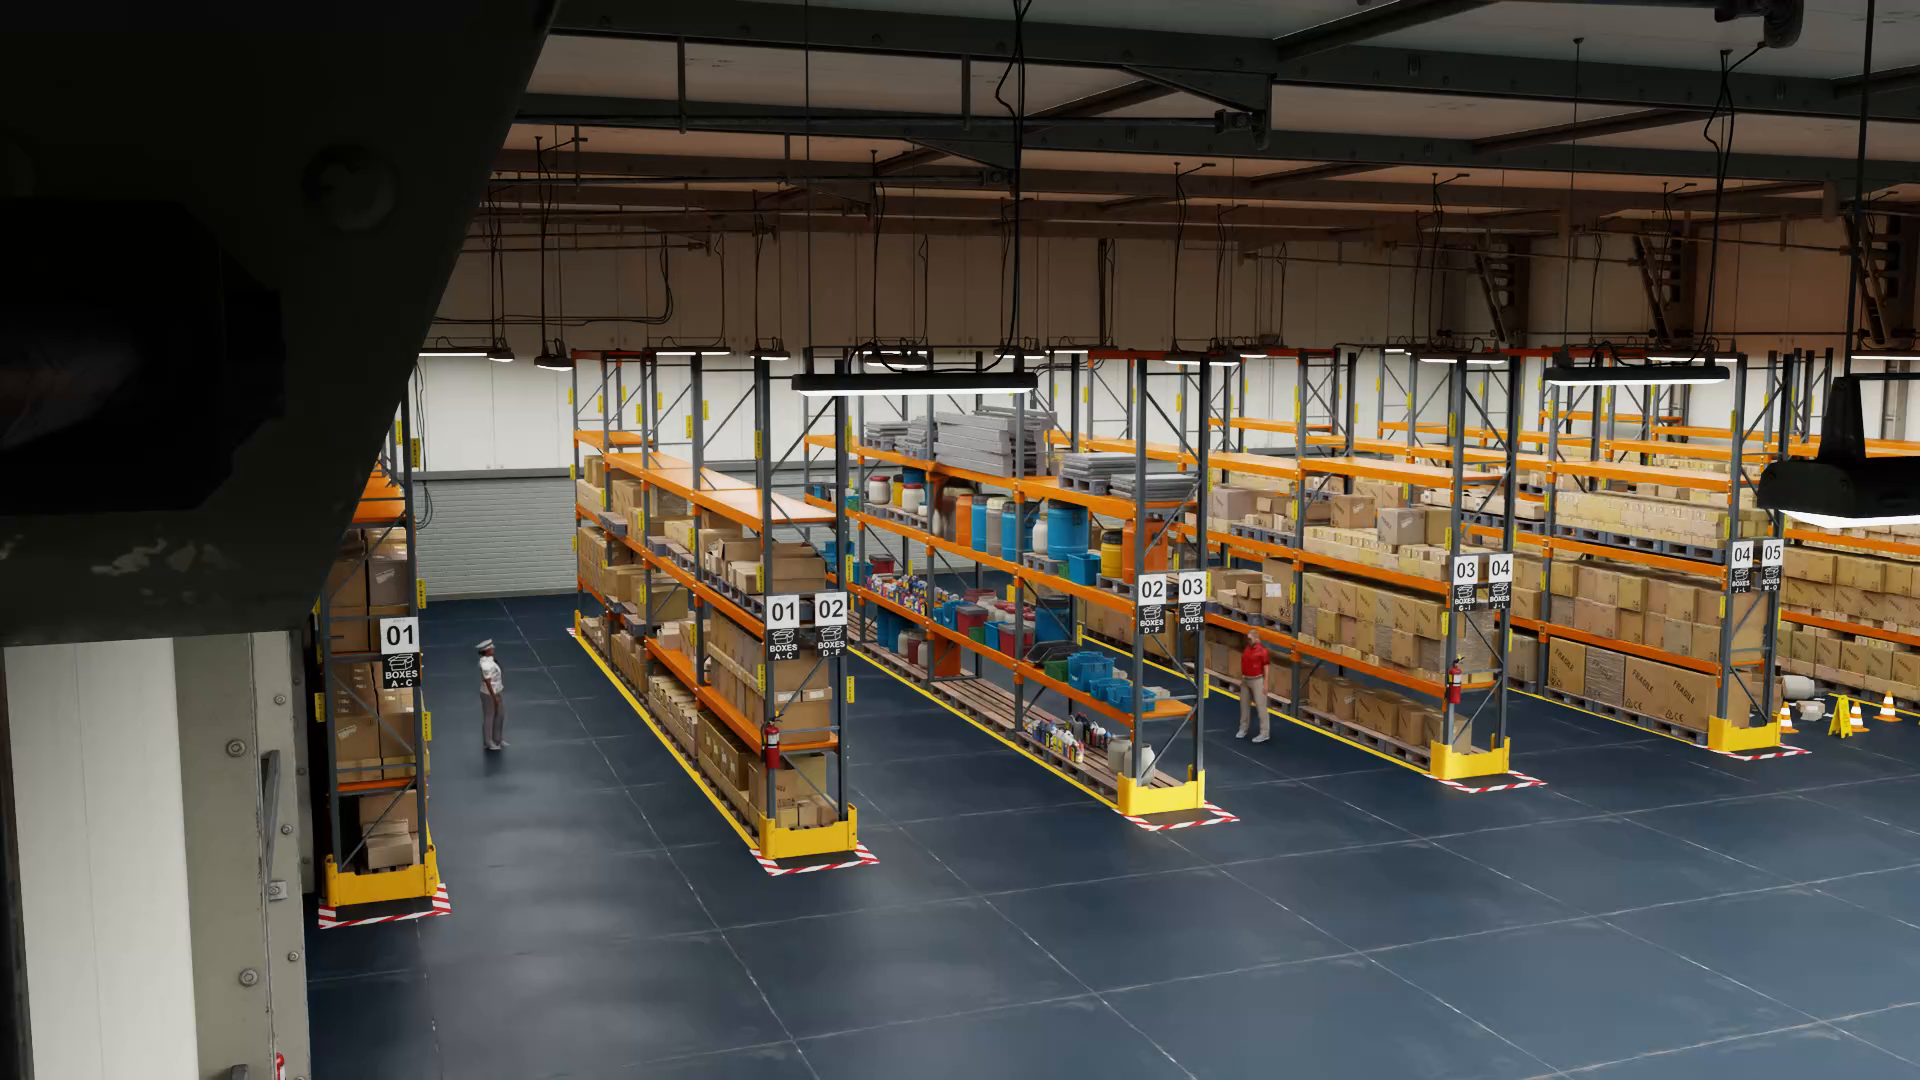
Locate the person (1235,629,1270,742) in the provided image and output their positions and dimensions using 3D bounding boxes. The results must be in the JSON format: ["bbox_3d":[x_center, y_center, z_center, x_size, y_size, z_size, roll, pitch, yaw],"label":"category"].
[{"bbox_3d":[4.566,2.249,25.987,0.434,1.726,0.591,-5,9,-34],"label":"person"}]

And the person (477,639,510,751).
[{"bbox_3d":[-7.144,2.368,25.425,0.412,1.735,0.537,1,7,8],"label":"person"}]
